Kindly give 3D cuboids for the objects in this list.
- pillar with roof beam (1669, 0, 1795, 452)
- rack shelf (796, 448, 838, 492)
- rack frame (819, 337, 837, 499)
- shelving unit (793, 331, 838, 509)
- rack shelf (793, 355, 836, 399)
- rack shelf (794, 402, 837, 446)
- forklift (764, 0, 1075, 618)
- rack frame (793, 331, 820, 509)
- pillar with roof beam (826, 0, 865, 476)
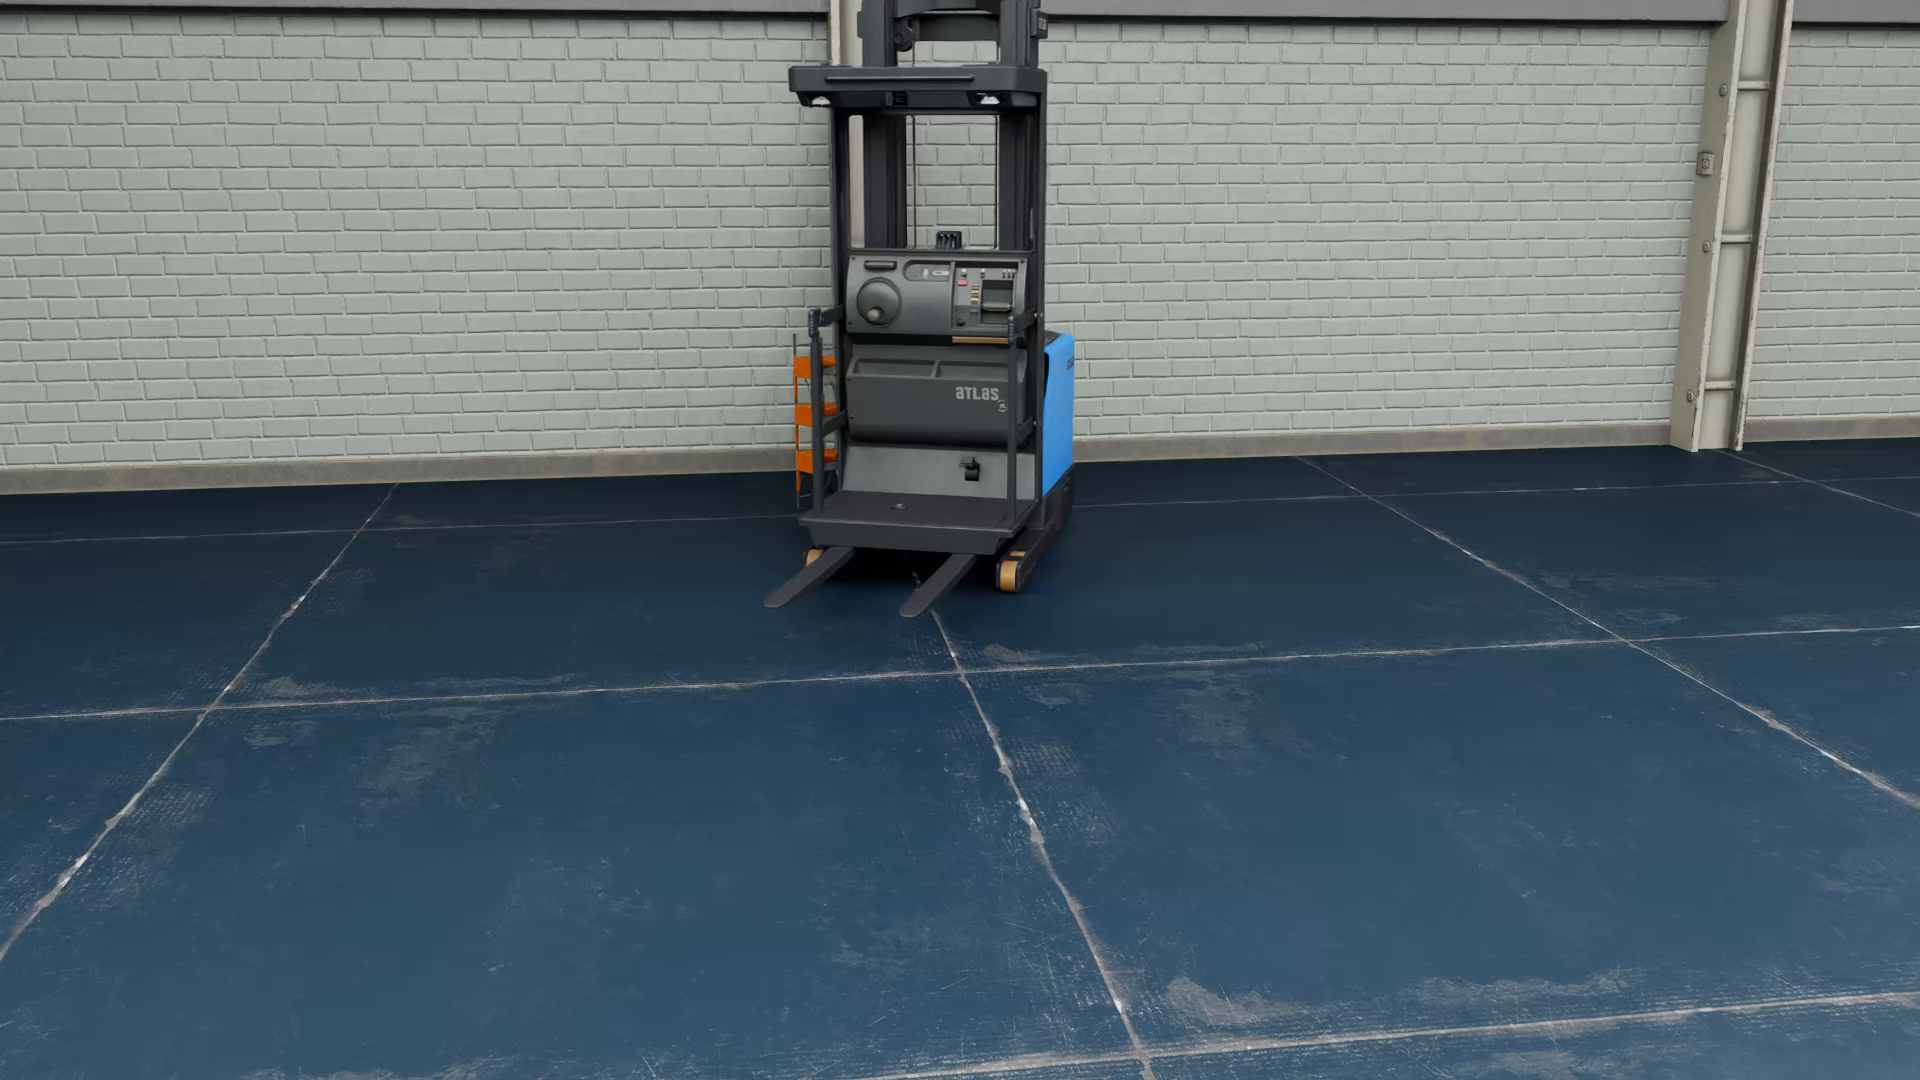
[{"bbox_3d":[5.957,-3.995,6.653,0.400,9.000,9.100,-2,14,-8],"label":"pillar with roof beam"},{"bbox_3d":[-0.817,-0.411,9.889,0.215,0.259,0.240,-13,19,-42],"label":"rack shelf"},{"bbox_3d":[-0.733,-0.670,9.734,0.200,1.050,0.008,-13,19,-42],"label":"rack frame"},{"bbox_3d":[-0.817,-0.691,9.819,0.215,1.050,0.252,-13,19,-42],"label":"shelving unit"},{"bbox_3d":[-0.817,-0.956,9.753,0.215,0.259,0.240,-13,19,-42],"label":"rack shelf"},{"bbox_3d":[-0.817,-0.681,9.822,0.215,0.259,0.240,-13,19,-42],"label":"rack shelf"},{"bbox_3d":[-0.168,-1.259,8.218,1.130,2.935,3.031,3,14,13],"label":"forklift"},{"bbox_3d":[-0.902,-0.712,9.904,0.200,1.050,0.008,-13,19,-42],"label":"rack frame"},{"bbox_3d":[0.024,-3.778,5.786,0.400,9.000,9.100,-2,14,-8],"label":"pillar with roof beam"}]
